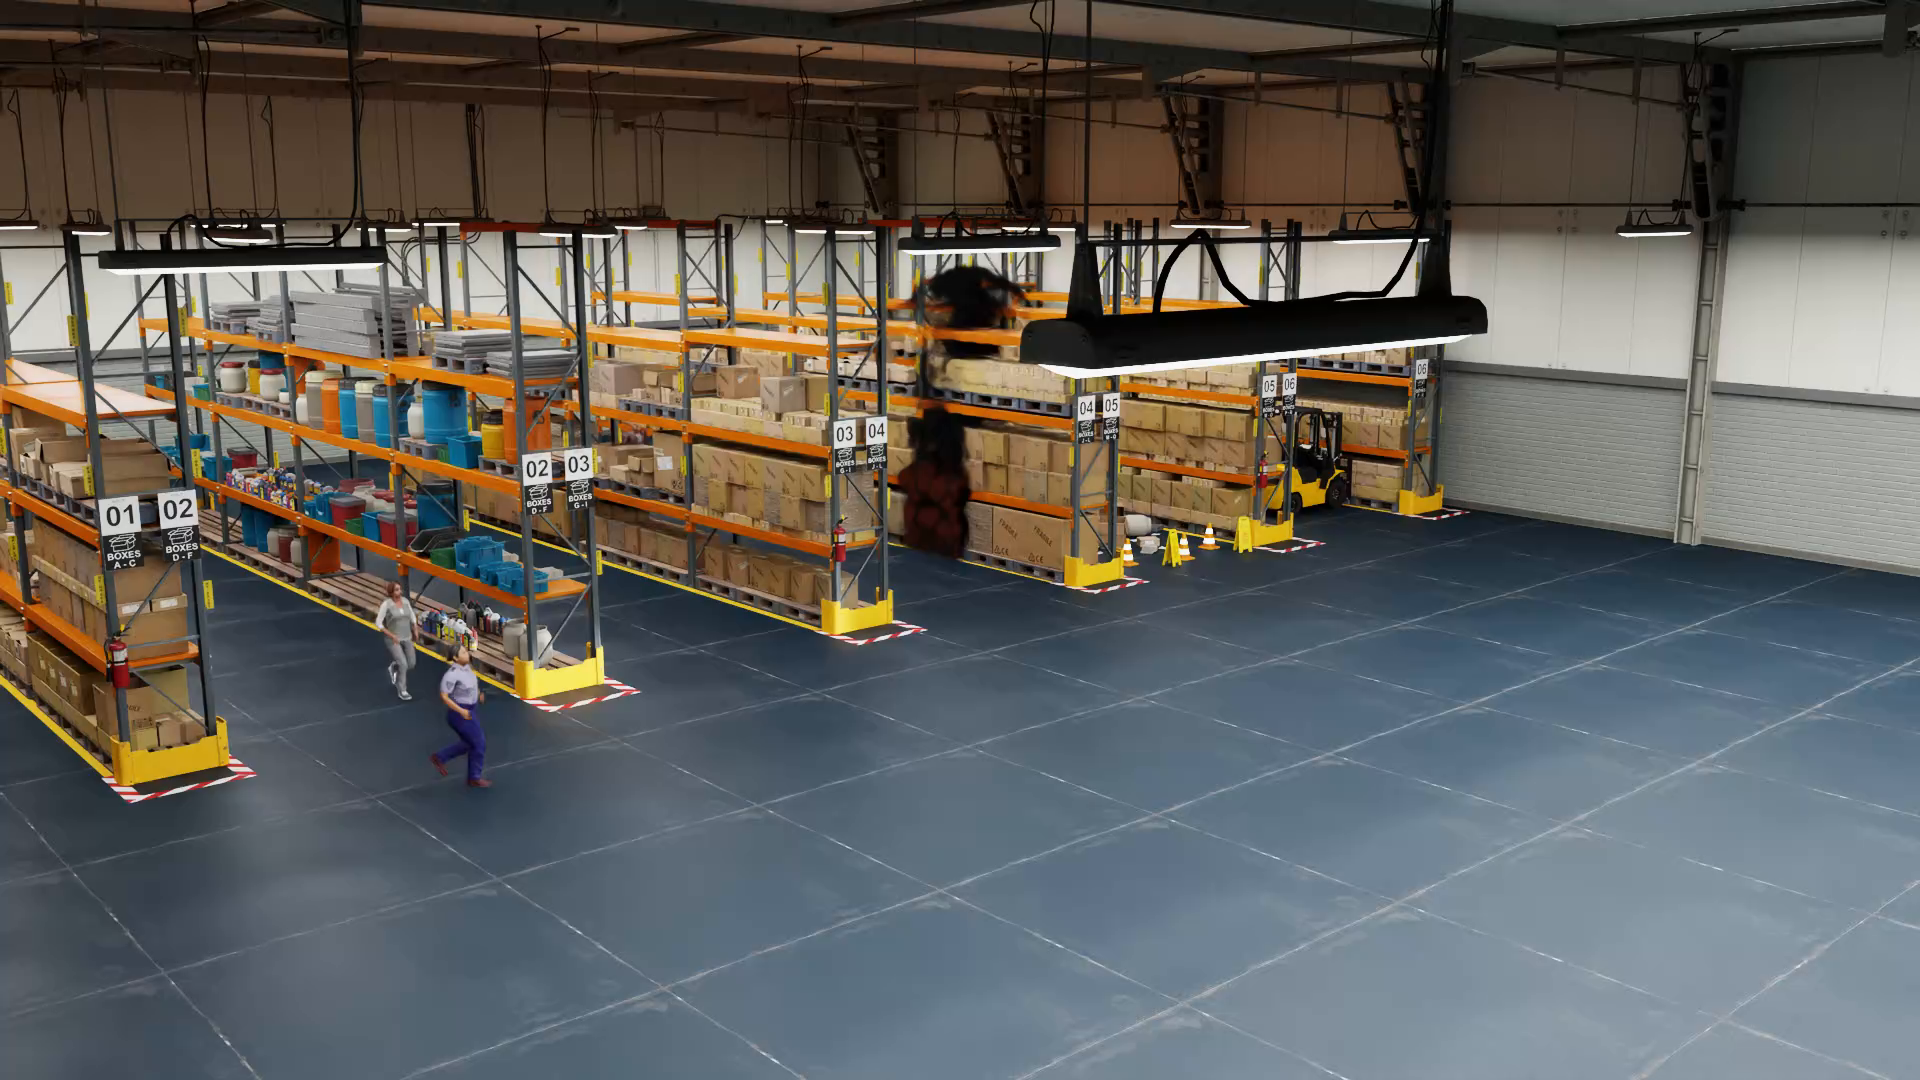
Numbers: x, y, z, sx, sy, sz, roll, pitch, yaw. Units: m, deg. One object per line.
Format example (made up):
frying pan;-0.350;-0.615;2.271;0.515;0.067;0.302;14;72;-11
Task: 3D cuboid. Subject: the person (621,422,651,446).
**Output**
person;-7.028;-1.736;36.096;0.716;1.767;0.827;-9;15;-39

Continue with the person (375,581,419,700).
person;-7.324;1.283;21.596;0.576;1.558;0.581;9;15;38

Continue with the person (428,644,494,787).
person;-5.525;1.929;18.295;0.693;1.637;0.602;-1;11;-6
